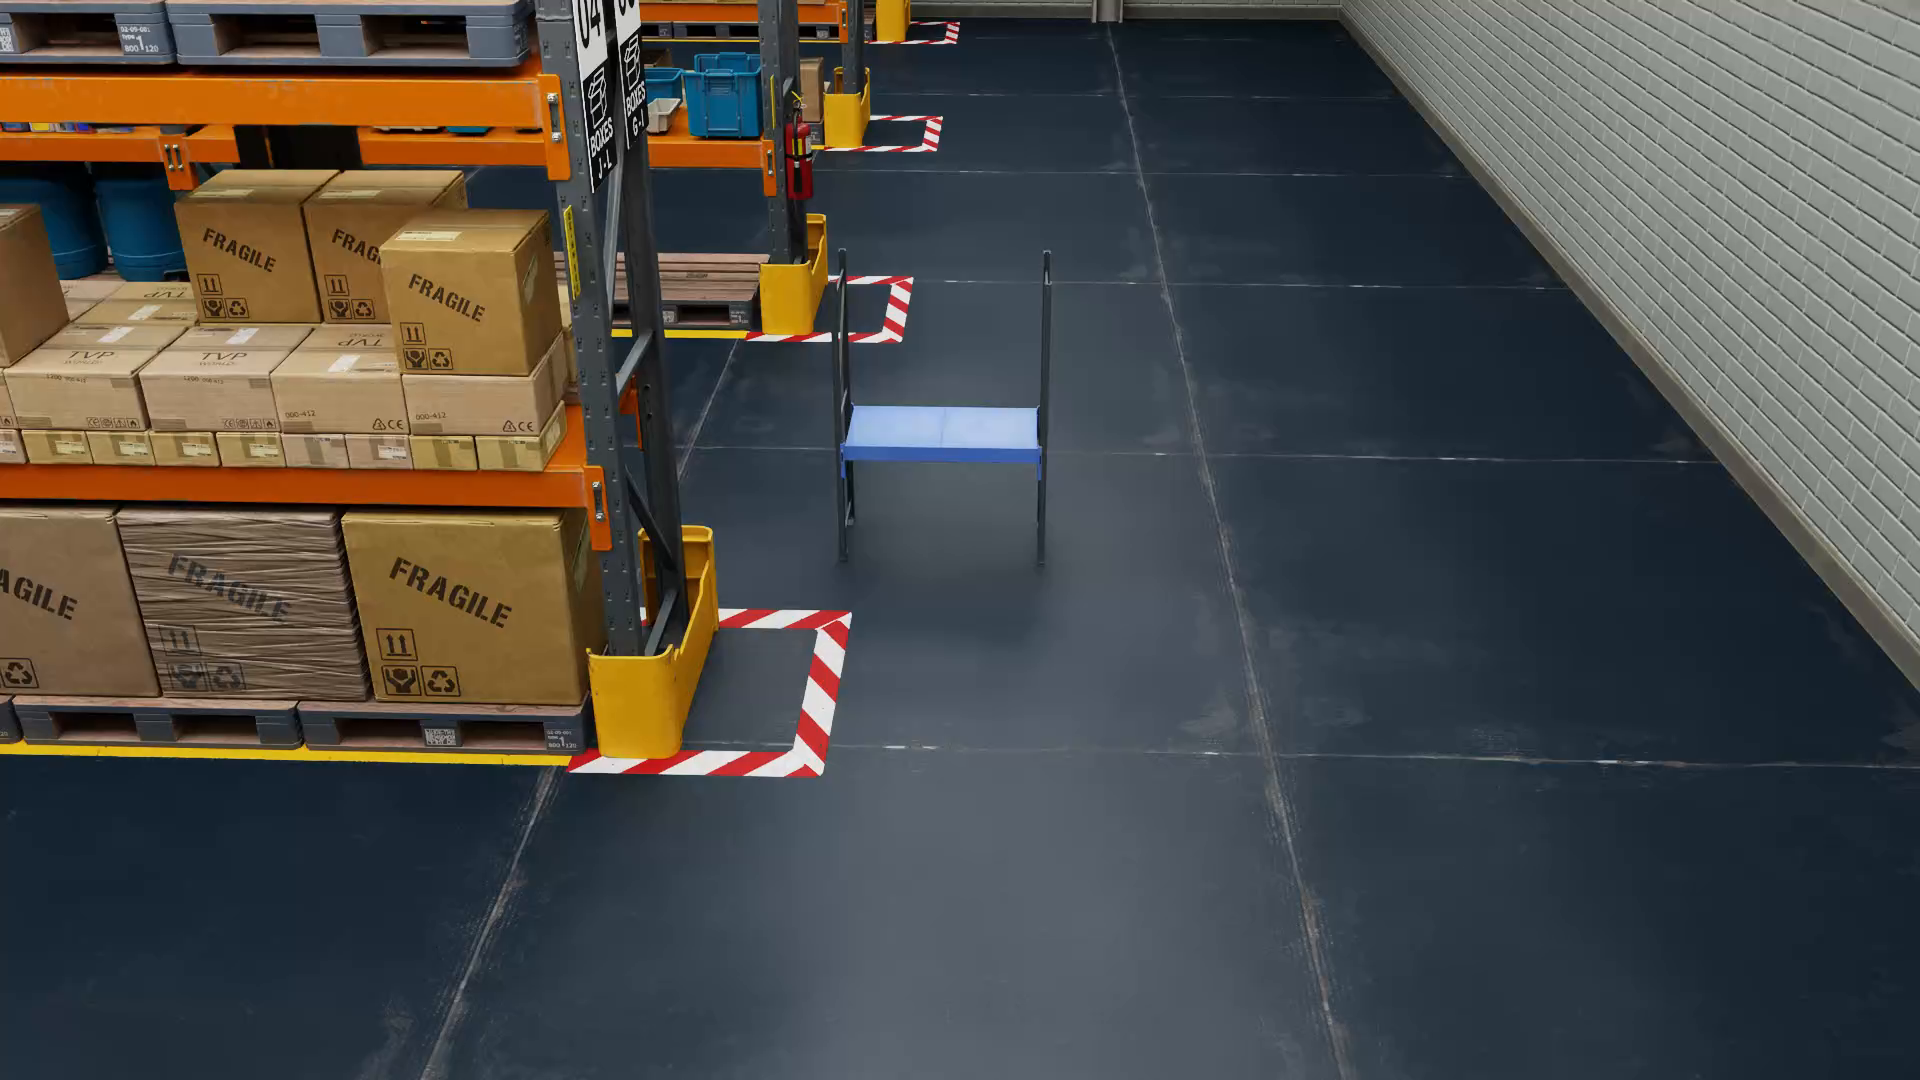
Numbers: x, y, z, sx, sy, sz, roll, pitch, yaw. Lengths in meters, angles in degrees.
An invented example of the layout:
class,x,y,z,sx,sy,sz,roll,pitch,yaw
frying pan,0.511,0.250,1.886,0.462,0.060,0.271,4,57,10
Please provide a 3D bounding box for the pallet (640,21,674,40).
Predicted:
class,x,y,z,sx,sy,sz,roll,pitch,yaw
pallet,-4.085,-6.418,20.632,1.213,0.211,1.003,1,28,2

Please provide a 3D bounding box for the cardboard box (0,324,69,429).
class,x,y,z,sx,sy,sz,roll,pitch,yaw
cardboard box,-3.891,-0.662,6.639,0.500,0.250,0.500,2,28,3

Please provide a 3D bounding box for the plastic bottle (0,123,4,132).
class,x,y,z,sx,sy,sz,roll,pitch,yaw
plastic bottle,-6.466,-2.877,11.106,0.135,0.276,0.152,1,28,2

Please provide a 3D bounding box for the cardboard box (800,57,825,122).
class,x,y,z,sx,sy,sz,roll,pitch,yaw
cardboard box,-1.568,-4.298,15.854,0.500,0.500,0.500,1,28,2

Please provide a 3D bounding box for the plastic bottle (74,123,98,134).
class,x,y,z,sx,sy,sz,roll,pitch,yaw
plastic bottle,-5.830,-2.848,11.045,0.133,0.283,0.061,1,28,2

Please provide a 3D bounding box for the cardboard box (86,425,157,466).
class,x,y,z,sx,sy,sz,roll,pitch,yaw
cardboard box,-3.264,-0.444,6.652,0.250,0.149,0.380,1,28,3

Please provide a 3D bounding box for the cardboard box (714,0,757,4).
class,x,y,z,sx,sy,sz,roll,pitch,yaw
cardboard box,-1.991,-5.245,15.336,0.500,0.500,0.500,1,28,2

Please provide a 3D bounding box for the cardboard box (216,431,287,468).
class,x,y,z,sx,sy,sz,roll,pitch,yaw
cardboard box,-2.757,-0.434,6.635,0.250,0.149,0.380,0,28,1

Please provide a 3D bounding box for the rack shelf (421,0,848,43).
class,x,y,z,sx,sy,sz,roll,pitch,yaw
rack shelf,-3.014,-5.029,15.803,4.000,0.370,1.077,1,28,2

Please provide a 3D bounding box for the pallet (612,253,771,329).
class,x,y,z,sx,sy,sz,roll,pitch,yaw
pallet,-2.017,-1.796,11.912,1.213,0.211,1.003,1,28,2

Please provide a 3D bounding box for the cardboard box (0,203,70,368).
class,x,y,z,sx,sy,sz,roll,pitch,yaw
cardboard box,-3.885,-0.994,6.465,0.500,0.500,0.500,0,28,0

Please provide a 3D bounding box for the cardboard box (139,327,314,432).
class,x,y,z,sx,sy,sz,roll,pitch,yaw
cardboard box,-2.878,-0.643,6.604,0.500,0.250,0.500,0,28,0

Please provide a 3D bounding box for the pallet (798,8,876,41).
class,x,y,z,sx,sy,sz,roll,pitch,yaw
pallet,-1.646,-6.378,20.555,1.213,0.211,1.003,1,28,2

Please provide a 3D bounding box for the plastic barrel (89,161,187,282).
class,x,y,z,sx,sy,sz,roll,pitch,yaw
plastic barrel,-5.735,-2.337,11.749,0.708,0.901,0.600,1,28,2

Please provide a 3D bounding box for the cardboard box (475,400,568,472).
class,x,y,z,sx,sy,sz,roll,pitch,yaw
cardboard box,-1.736,-0.418,6.605,0.250,0.149,0.380,1,28,3

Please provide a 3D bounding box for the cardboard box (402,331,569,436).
class,x,y,z,sx,sy,sz,roll,pitch,yaw
cardboard box,-1.863,-0.626,6.572,0.500,0.250,0.500,1,28,1

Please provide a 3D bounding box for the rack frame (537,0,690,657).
class,x,y,z,sx,sy,sz,roll,pitch,yaw
rack frame,-1.369,-0.677,6.825,0.127,3.000,1.000,1,28,2

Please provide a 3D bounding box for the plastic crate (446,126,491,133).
class,x,y,z,sx,sy,sz,roll,pitch,yaw
plastic crate,-3.256,-2.862,11.062,0.300,0.233,0.416,1,28,2

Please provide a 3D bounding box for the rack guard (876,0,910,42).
class,x,y,z,sx,sy,sz,roll,pitch,yaw
rack guard,-0.821,-6.528,20.531,0.348,0.500,1.175,1,28,2

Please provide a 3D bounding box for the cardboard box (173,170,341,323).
class,x,y,z,sx,sy,sz,roll,pitch,yaw
cardboard box,-2.857,-1.222,6.895,0.500,0.500,0.500,0,28,0

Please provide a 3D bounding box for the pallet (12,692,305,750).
class,x,y,z,sx,sy,sz,roll,pitch,yaw
pallet,-3.387,0.557,7.475,1.213,0.211,1.003,1,28,2

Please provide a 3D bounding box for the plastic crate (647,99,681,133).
class,x,y,z,sx,sy,sz,roll,pitch,yaw
plastic crate,-2.016,-2.835,11.112,0.243,0.136,0.396,1,28,2

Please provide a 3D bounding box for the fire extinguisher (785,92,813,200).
class,x,y,z,sx,sy,sz,roll,pitch,yaw
fire extinguisher,-1.059,-2.582,10.898,0.183,0.674,0.296,1,28,2

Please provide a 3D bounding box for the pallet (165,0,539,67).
class,x,y,z,sx,sy,sz,roll,pitch,yaw
pallet,-2.111,-1.971,6.157,1.213,0.211,1.003,1,28,2

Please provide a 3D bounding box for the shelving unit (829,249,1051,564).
class,x,y,z,sx,sy,sz,roll,pitch,yaw
shelving unit,-0.085,-0.664,8.401,1.048,1.500,0.538,1,28,2

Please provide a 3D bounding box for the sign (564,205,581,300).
class,x,y,z,sx,sy,sz,roll,pitch,yaw
sign,-1.402,-1.040,6.020,0.005,0.325,0.100,1,28,2

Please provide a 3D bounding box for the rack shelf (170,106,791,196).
class,x,y,z,sx,sy,sz,roll,pitch,yaw
rack shelf,-3.193,-2.711,11.430,4.000,0.370,1.077,1,28,2

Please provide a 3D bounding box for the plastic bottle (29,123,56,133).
class,x,y,z,sx,sy,sz,roll,pitch,yaw
plastic bottle,-6.122,-2.902,11.075,0.185,0.351,0.144,1,28,2

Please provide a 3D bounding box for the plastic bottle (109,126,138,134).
class,x,y,z,sx,sy,sz,roll,pitch,yaw
plastic bottle,-5.597,-2.862,11.079,0.135,0.276,0.152,1,28,2

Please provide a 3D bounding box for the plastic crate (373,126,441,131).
class,x,y,z,sx,sy,sz,roll,pitch,yaw
plastic crate,-3.672,-2.925,11.127,0.530,0.282,0.437,1,28,2

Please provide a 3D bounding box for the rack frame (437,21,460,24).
class,x,y,z,sx,sy,sz,roll,pitch,yaw
rack frame,-5.013,-5.380,15.697,0.127,3.000,1.000,1,28,2

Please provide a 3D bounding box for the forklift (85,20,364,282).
class,x,y,z,sx,sy,sz,roll,pitch,yaw
forklift,-3.550,-1.282,8.039,3.031,2.935,1.130,-10,29,-18

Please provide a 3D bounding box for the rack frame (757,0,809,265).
class,x,y,z,sx,sy,sz,roll,pitch,yaw
rack frame,-1.194,-2.996,11.199,0.127,3.000,1.000,1,28,2

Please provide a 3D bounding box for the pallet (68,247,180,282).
class,x,y,z,sx,sy,sz,roll,pitch,yaw
pallet,-5.961,-1.862,12.037,1.213,0.211,1.003,1,28,2

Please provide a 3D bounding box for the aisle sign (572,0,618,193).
class,x,y,z,sx,sy,sz,roll,pitch,yaw
aisle sign,-1.308,-1.684,5.949,0.004,0.787,0.394,1,28,2

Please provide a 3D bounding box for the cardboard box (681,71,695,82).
class,x,y,z,sx,sy,sz,roll,pitch,yaw
cardboard box,-2.548,-4.452,16.412,0.500,0.250,0.500,1,28,2

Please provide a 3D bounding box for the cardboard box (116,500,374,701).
class,x,y,z,sx,sy,sz,roll,pitch,yaw
cardboard box,-2.921,0.088,7.202,0.875,0.875,0.875,1,28,2

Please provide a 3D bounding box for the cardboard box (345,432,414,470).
class,x,y,z,sx,sy,sz,roll,pitch,yaw
cardboard box,-2.248,-0.426,6.620,0.250,0.149,0.380,1,28,2

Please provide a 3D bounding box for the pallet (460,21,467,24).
class,x,y,z,sx,sy,sz,roll,pitch,yaw
pallet,-5.616,-6.445,20.682,1.213,0.211,1.003,1,28,2

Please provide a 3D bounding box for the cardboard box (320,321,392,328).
class,x,y,z,sx,sy,sz,roll,pitch,yaw
cardboard box,-2.359,-0.882,7.055,0.500,0.250,0.500,1,28,1

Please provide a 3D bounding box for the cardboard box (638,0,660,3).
class,x,y,z,sx,sy,sz,roll,pitch,yaw
cardboard box,-2.993,-5.265,15.372,0.500,0.500,0.500,1,28,1

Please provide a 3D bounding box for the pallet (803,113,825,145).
class,x,y,z,sx,sy,sz,roll,pitch,yaw
pallet,-1.888,-4.096,16.252,1.213,0.211,1.003,1,28,2

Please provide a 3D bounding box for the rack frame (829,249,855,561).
class,x,y,z,sx,sy,sz,roll,pitch,yaw
rack frame,-0.593,-0.672,8.417,0.032,1.500,0.500,1,28,2

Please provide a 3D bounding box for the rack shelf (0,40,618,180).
class,x,y,z,sx,sy,sz,roll,pitch,yaw
rack shelf,-3.368,-1.718,6.354,4.000,0.370,1.077,1,28,2

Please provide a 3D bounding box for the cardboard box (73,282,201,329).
class,x,y,z,sx,sy,sz,roll,pitch,yaw
cardboard box,-3.383,-0.899,7.085,0.500,0.250,0.500,0,28,1

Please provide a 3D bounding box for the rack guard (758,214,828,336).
class,x,y,z,sx,sy,sz,roll,pitch,yaw
rack guard,-1.170,-1.897,11.795,0.348,0.500,1.175,1,28,2

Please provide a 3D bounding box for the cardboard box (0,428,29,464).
class,x,y,z,sx,sy,sz,roll,pitch,yaw
cardboard box,-3.787,-0.451,6.666,0.250,0.149,0.380,1,28,2
